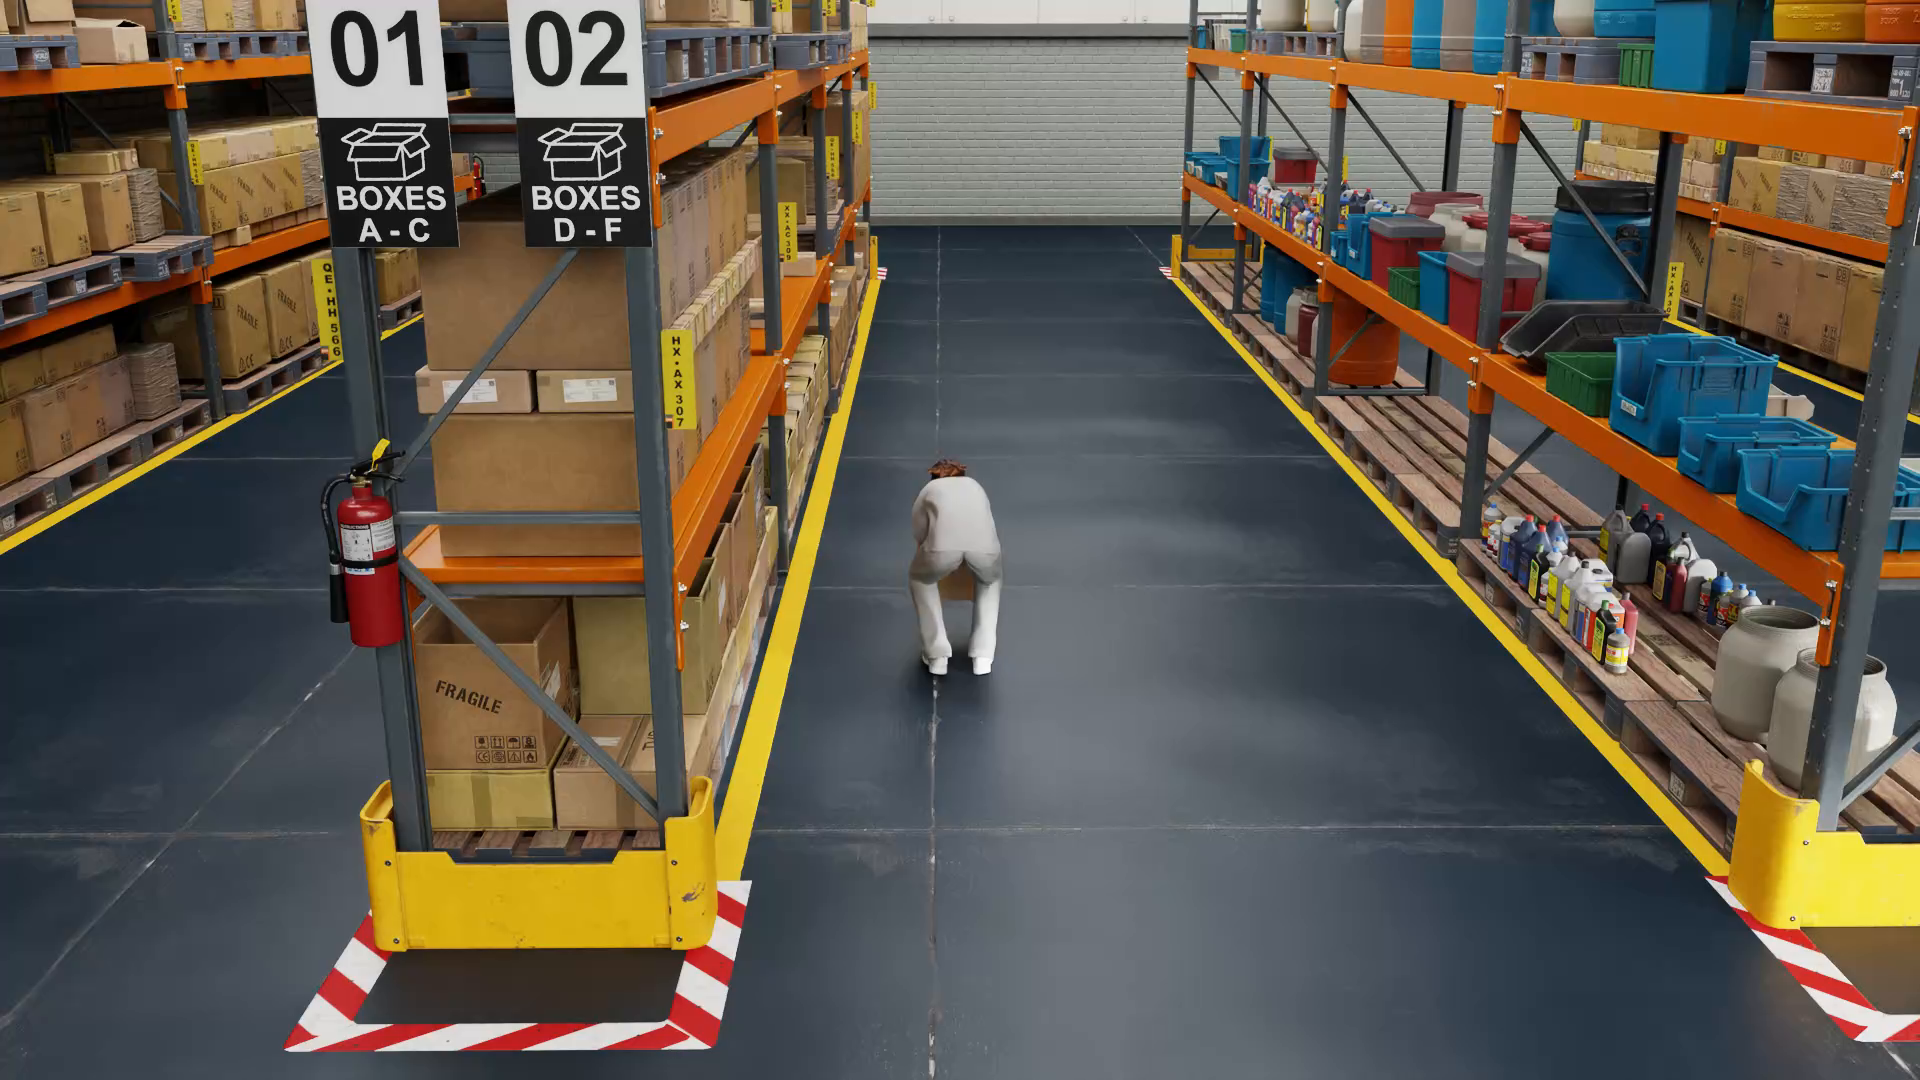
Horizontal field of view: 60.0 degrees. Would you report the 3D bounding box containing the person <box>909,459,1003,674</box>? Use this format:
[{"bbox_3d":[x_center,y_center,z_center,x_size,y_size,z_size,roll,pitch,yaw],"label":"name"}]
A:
[{"bbox_3d":[-0.021,0.131,8.357,0.475,0.948,0.865,-1,17,-5],"label":"person"}]
